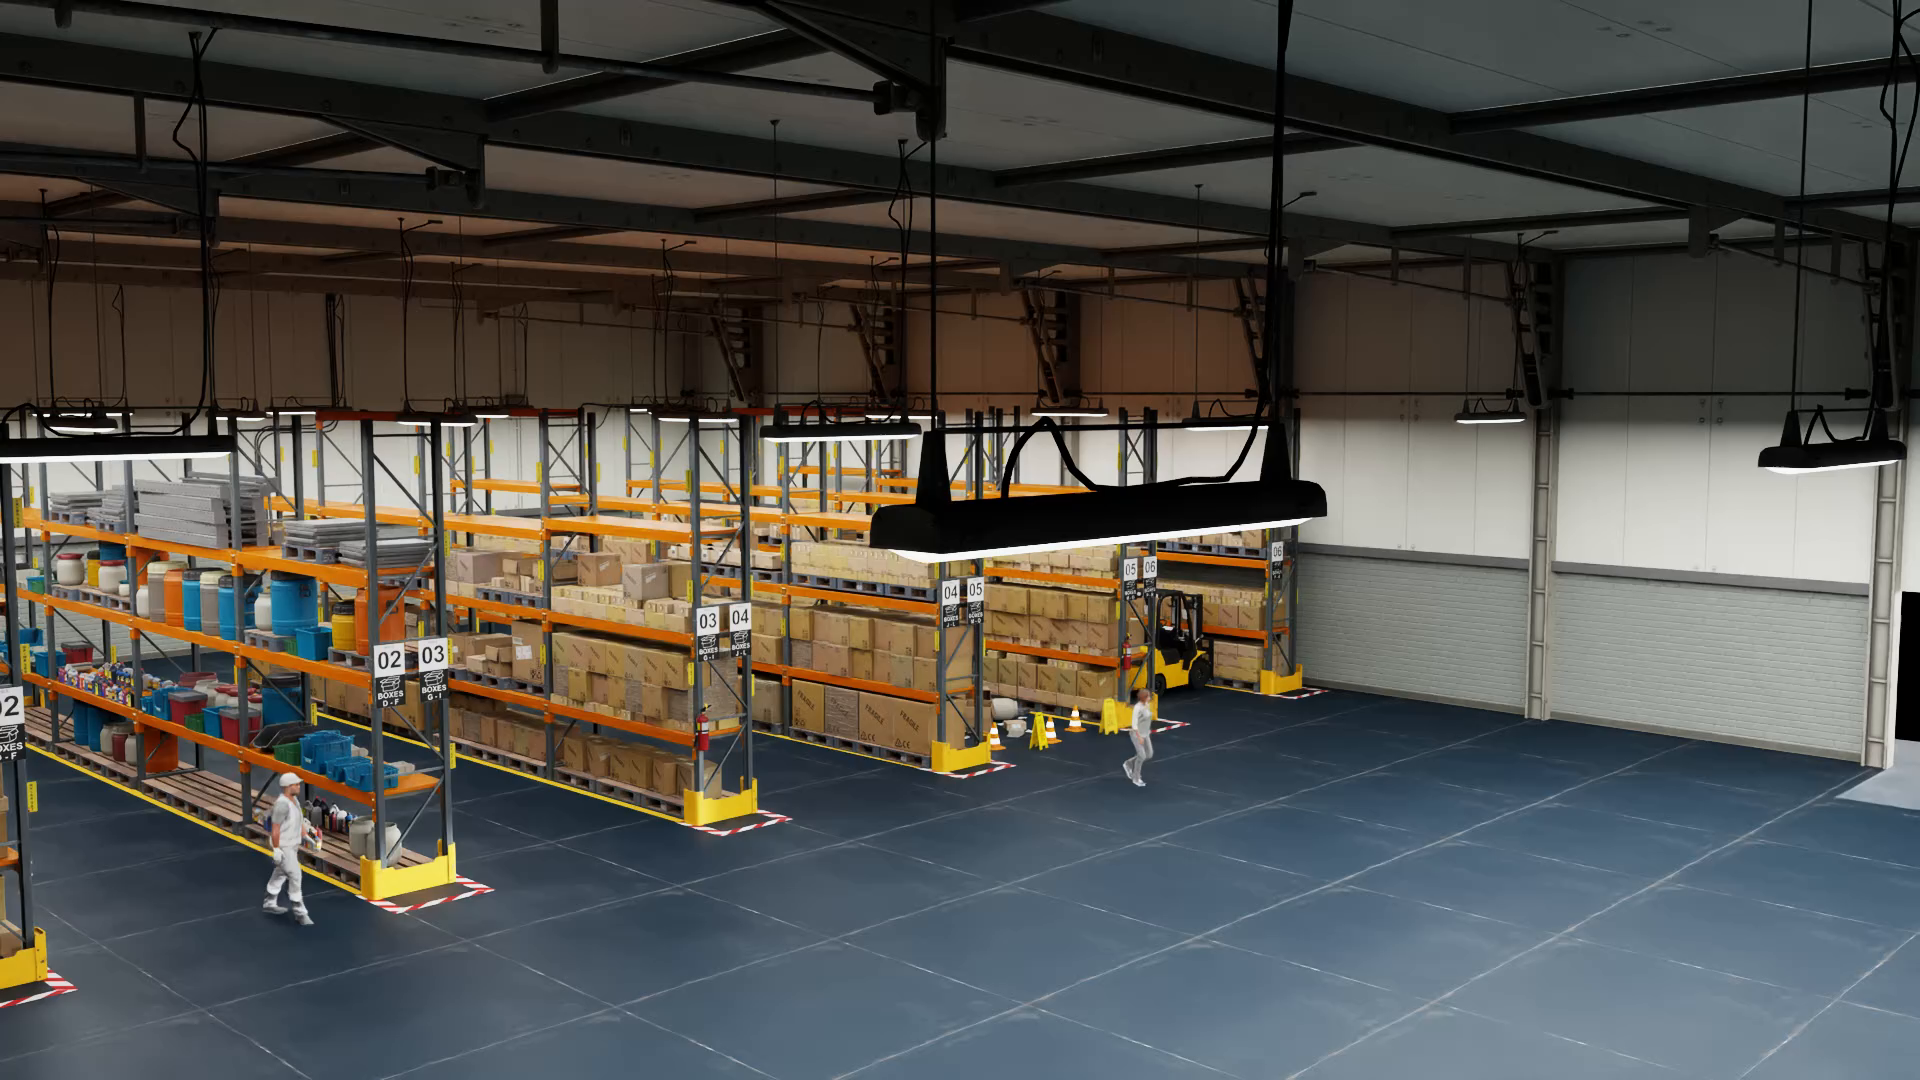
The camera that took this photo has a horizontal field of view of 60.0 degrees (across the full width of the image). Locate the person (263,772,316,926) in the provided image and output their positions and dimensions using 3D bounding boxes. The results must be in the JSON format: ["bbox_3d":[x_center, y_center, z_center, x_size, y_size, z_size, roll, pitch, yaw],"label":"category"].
[{"bbox_3d":[-8.057,3.693,19.958,0.794,1.822,0.632,1,5,11],"label":"person"}]

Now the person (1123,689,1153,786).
[{"bbox_3d":[2.854,3.176,26.919,0.485,1.575,0.491,4,6,36],"label":"person"}]
